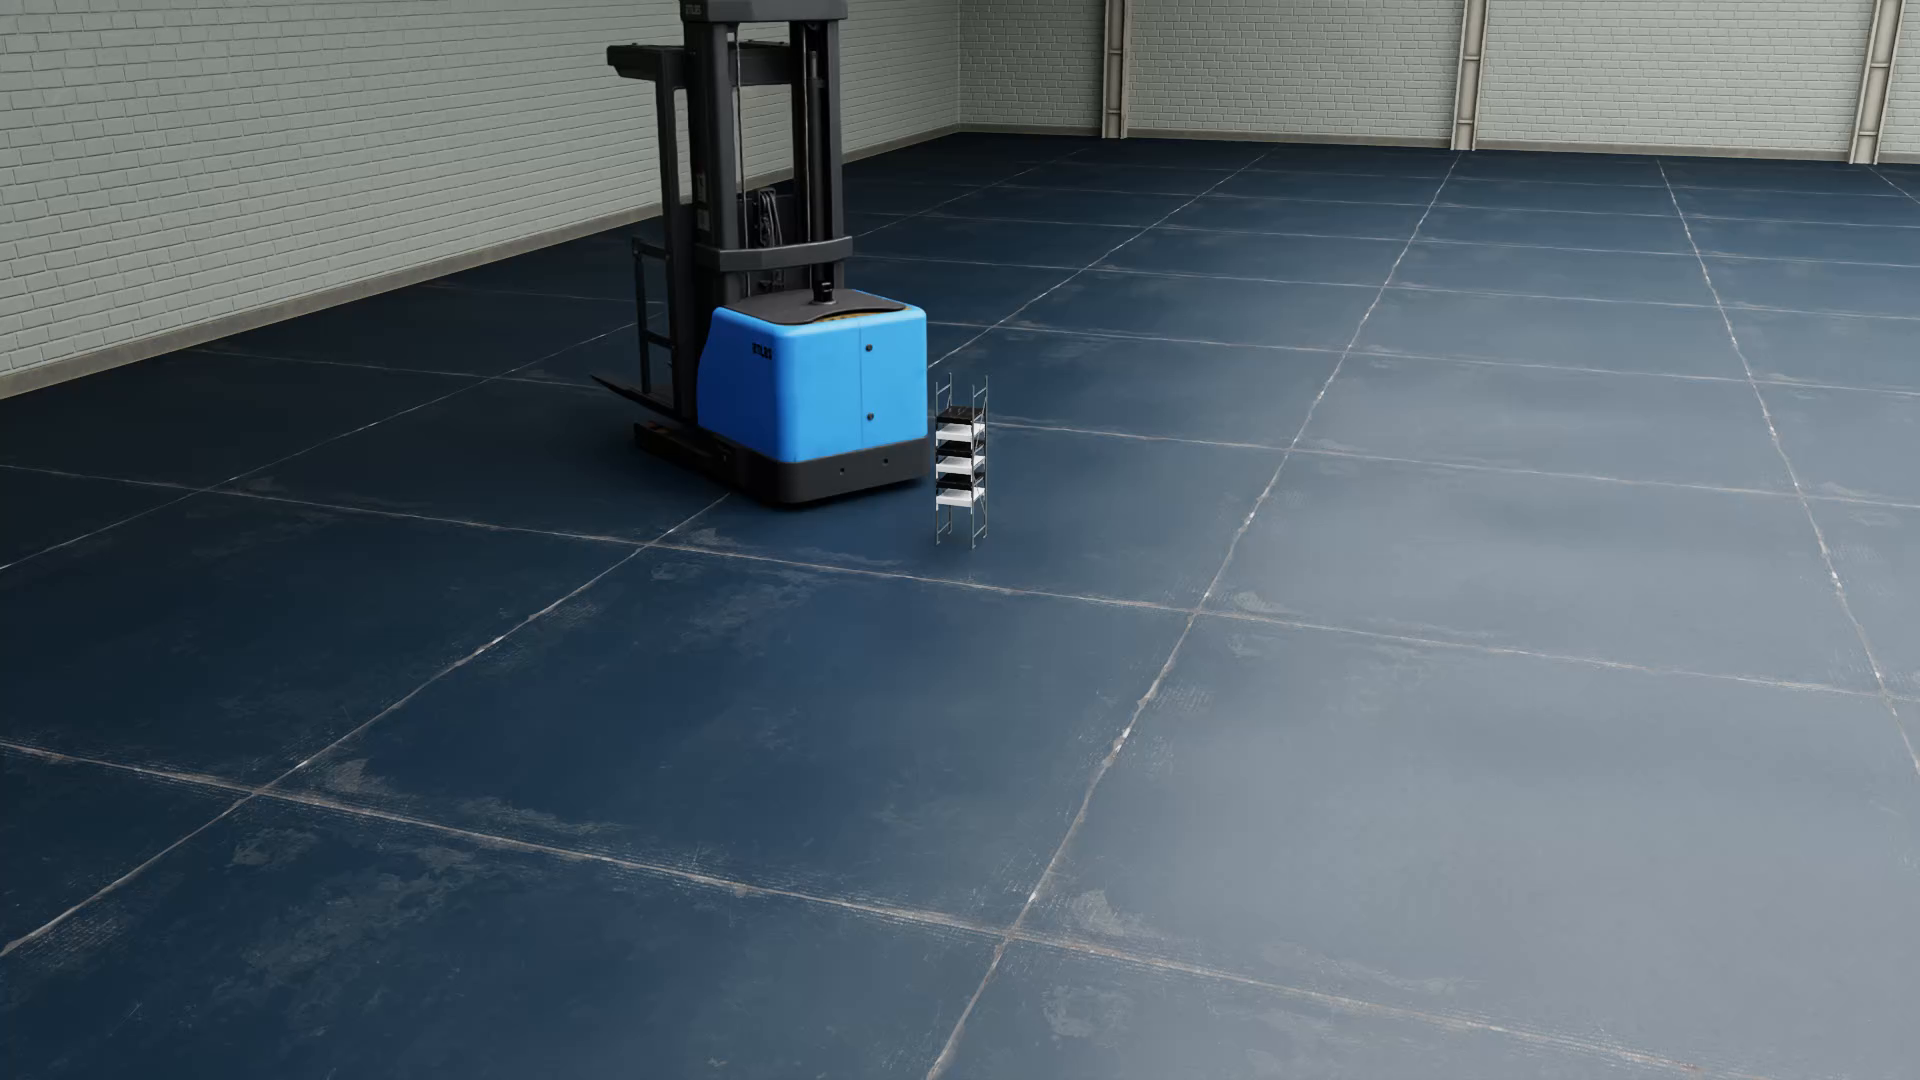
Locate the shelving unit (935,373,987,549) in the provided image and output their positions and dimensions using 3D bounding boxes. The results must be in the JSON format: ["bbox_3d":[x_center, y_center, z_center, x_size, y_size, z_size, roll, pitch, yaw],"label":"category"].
[{"bbox_3d":[0.008,-0.424,8.926,0.210,0.900,0.258,7,20,18],"label":"shelving unit"}]

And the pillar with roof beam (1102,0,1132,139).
[{"bbox_3d":[1.347,-10.105,24.395,0.400,9.000,9.100,7,20,18],"label":"pillar with roof beam"}]

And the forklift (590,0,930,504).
[{"bbox_3d":[-1.457,-2.014,10.401,1.130,2.935,3.031,-14,23,-34],"label":"forklift"}]

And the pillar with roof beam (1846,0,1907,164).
[{"bbox_3d":[12.683,-8.809,20.676,0.400,9.000,9.100,7,20,18],"label":"pillar with roof beam"}]

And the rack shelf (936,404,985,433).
[{"bbox_3d":[0.008,-0.648,8.848,0.200,0.077,0.258,7,20,18],"label":"rack shelf"}]

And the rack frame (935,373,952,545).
[{"bbox_3d":[-0.088,-0.435,8.957,0.006,0.900,0.240,7,20,18],"label":"rack frame"}]

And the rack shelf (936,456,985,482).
[{"bbox_3d":[0.008,-0.393,8.937,0.200,0.077,0.258,7,20,18],"label":"rack shelf"}]

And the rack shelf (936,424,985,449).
[{"bbox_3d":[0.008,-0.563,8.877,0.200,0.077,0.258,7,20,18],"label":"rack shelf"}]

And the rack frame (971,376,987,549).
[{"bbox_3d":[0.104,-0.413,8.894,0.006,0.900,0.240,7,20,18],"label":"rack frame"}]

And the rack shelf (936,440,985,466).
[{"bbox_3d":[0.008,-0.478,8.907,0.200,0.077,0.258,7,20,18],"label":"rack shelf"}]

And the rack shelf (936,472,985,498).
[{"bbox_3d":[0.008,-0.308,8.966,0.200,0.077,0.258,7,20,18],"label":"rack shelf"}]

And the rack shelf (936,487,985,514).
[{"bbox_3d":[0.008,-0.223,8.996,0.200,0.077,0.258,7,20,18],"label":"rack shelf"}]

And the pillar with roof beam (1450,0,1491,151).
[{"bbox_3d":[7.015,-9.457,22.536,0.400,9.000,9.100,7,20,18],"label":"pillar with roof beam"}]
